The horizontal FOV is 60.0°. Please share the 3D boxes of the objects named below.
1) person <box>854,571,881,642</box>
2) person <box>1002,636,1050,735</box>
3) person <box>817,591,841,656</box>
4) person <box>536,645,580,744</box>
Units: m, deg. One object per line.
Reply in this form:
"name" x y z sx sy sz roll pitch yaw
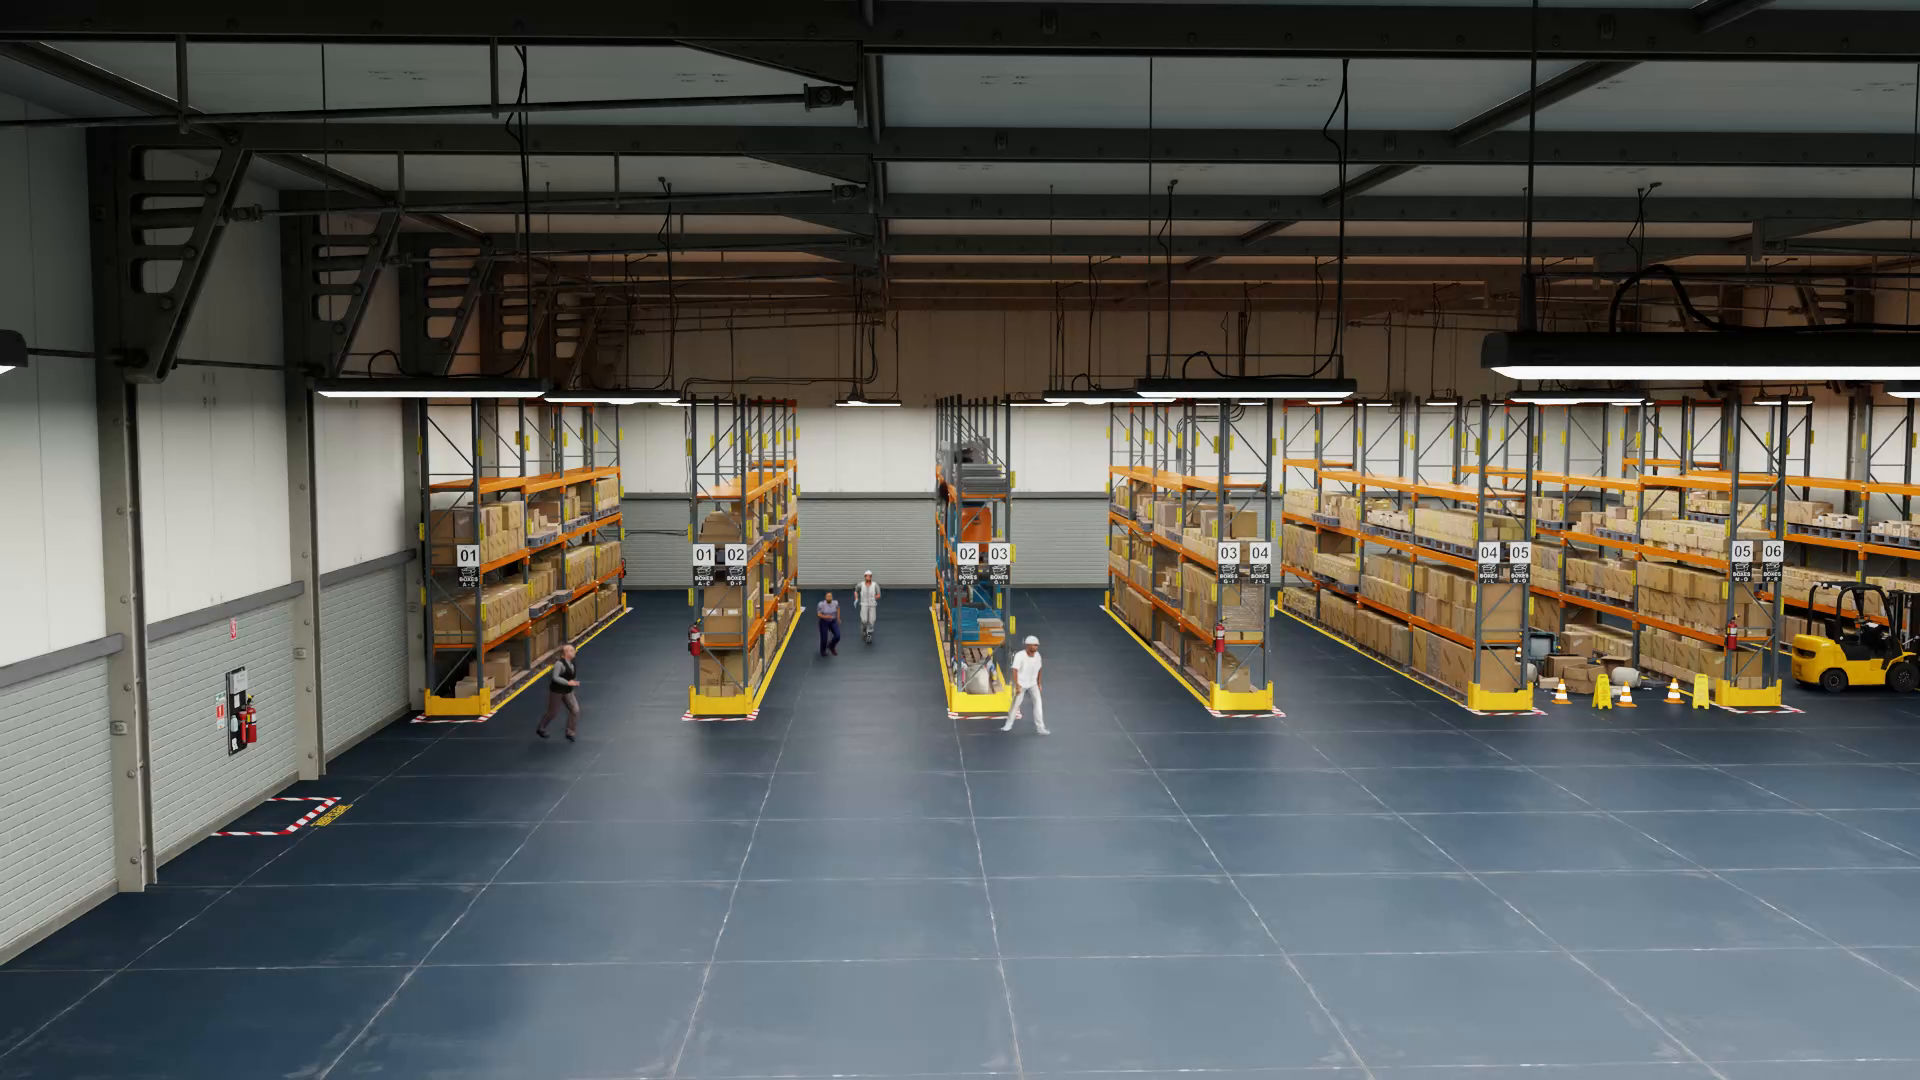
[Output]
"person" -2.257 1.626 40.666 0.652 1.746 0.656 0 5 -5
"person" 1.189 2.550 29.356 0.715 1.709 0.895 -3 5 -34
"person" -3.018 1.945 38.347 0.611 1.524 0.828 -2 5 -21
"person" -6.904 2.649 28.581 0.903 1.730 0.673 2 5 24
